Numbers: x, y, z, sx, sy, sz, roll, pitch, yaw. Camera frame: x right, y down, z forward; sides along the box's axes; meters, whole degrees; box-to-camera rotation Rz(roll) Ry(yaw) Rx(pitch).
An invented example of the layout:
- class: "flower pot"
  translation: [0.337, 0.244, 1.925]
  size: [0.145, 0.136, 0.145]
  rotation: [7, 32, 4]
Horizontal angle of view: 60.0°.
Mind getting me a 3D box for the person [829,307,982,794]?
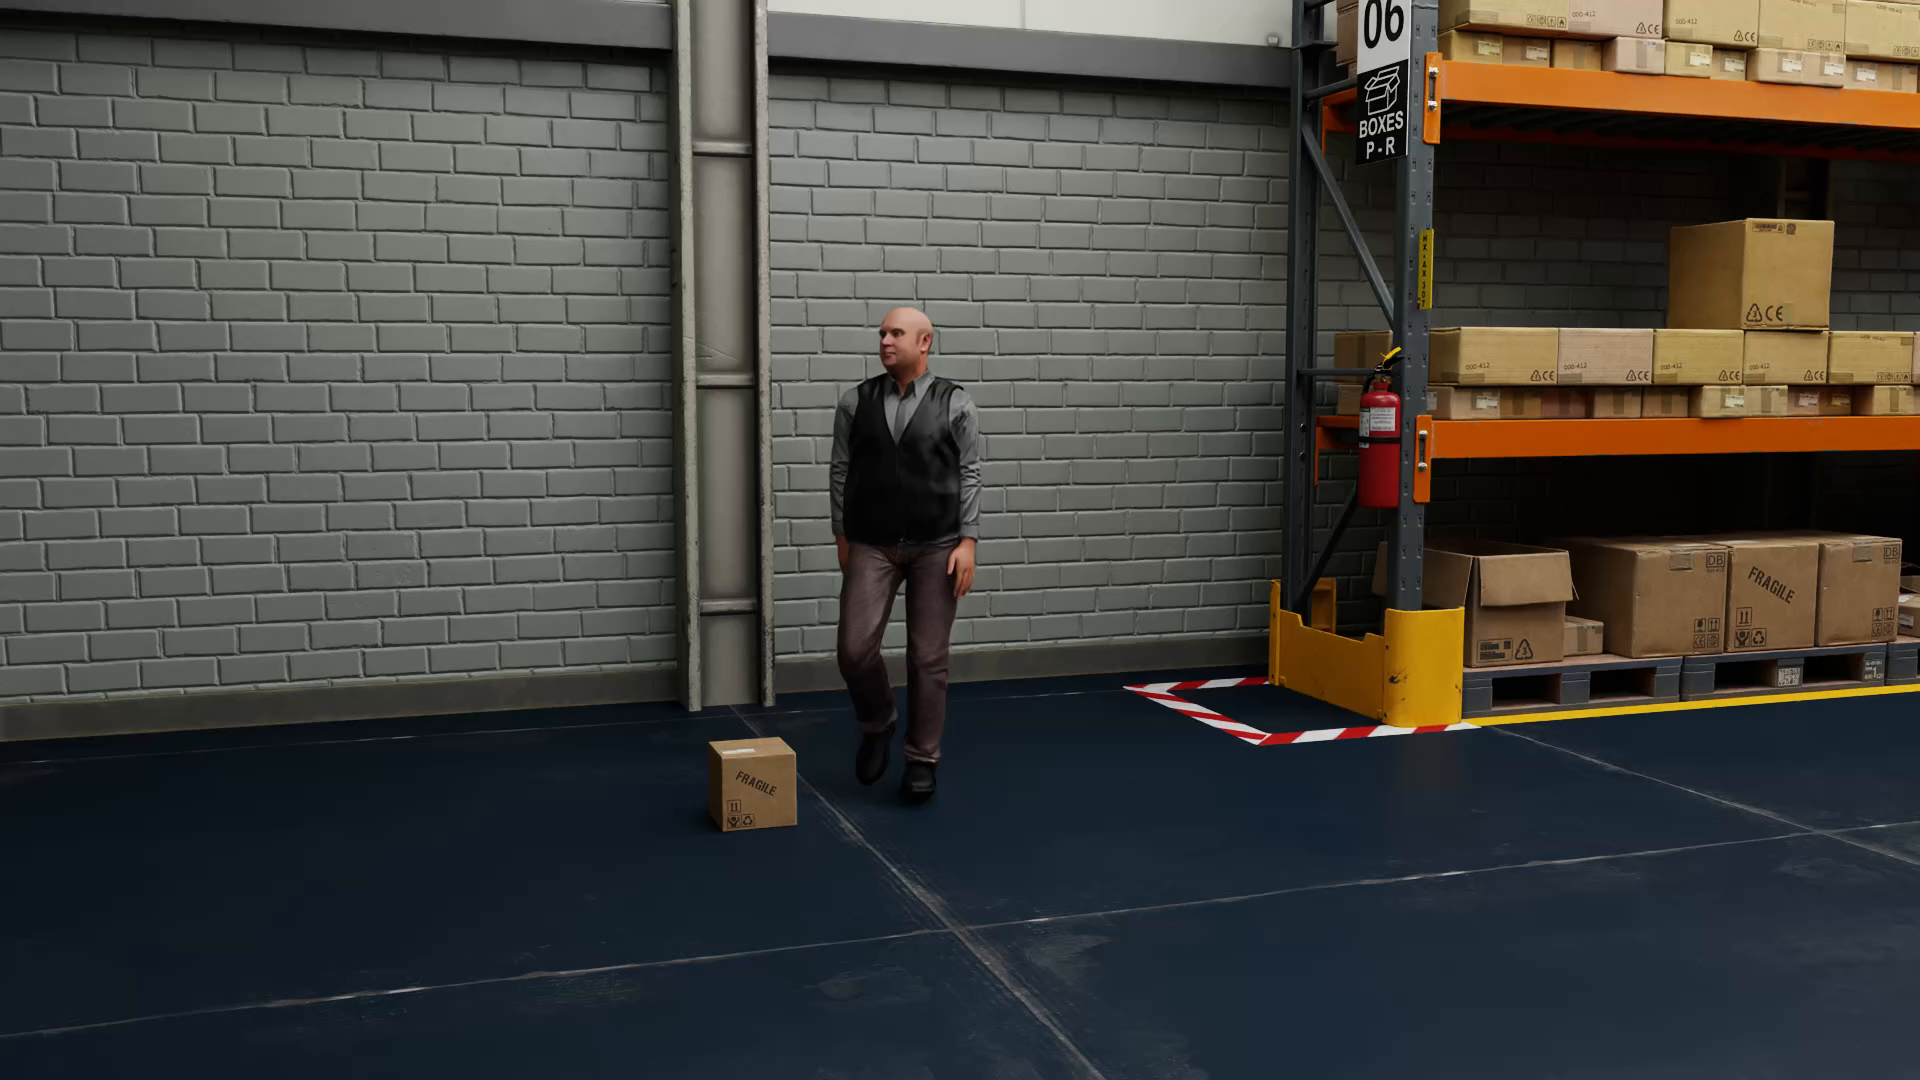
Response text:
- class: "person"
  translation: [-0.200, 0.041, 5.864]
  size: [0.551, 1.713, 0.468]
  rotation: [0, 6, 3]
